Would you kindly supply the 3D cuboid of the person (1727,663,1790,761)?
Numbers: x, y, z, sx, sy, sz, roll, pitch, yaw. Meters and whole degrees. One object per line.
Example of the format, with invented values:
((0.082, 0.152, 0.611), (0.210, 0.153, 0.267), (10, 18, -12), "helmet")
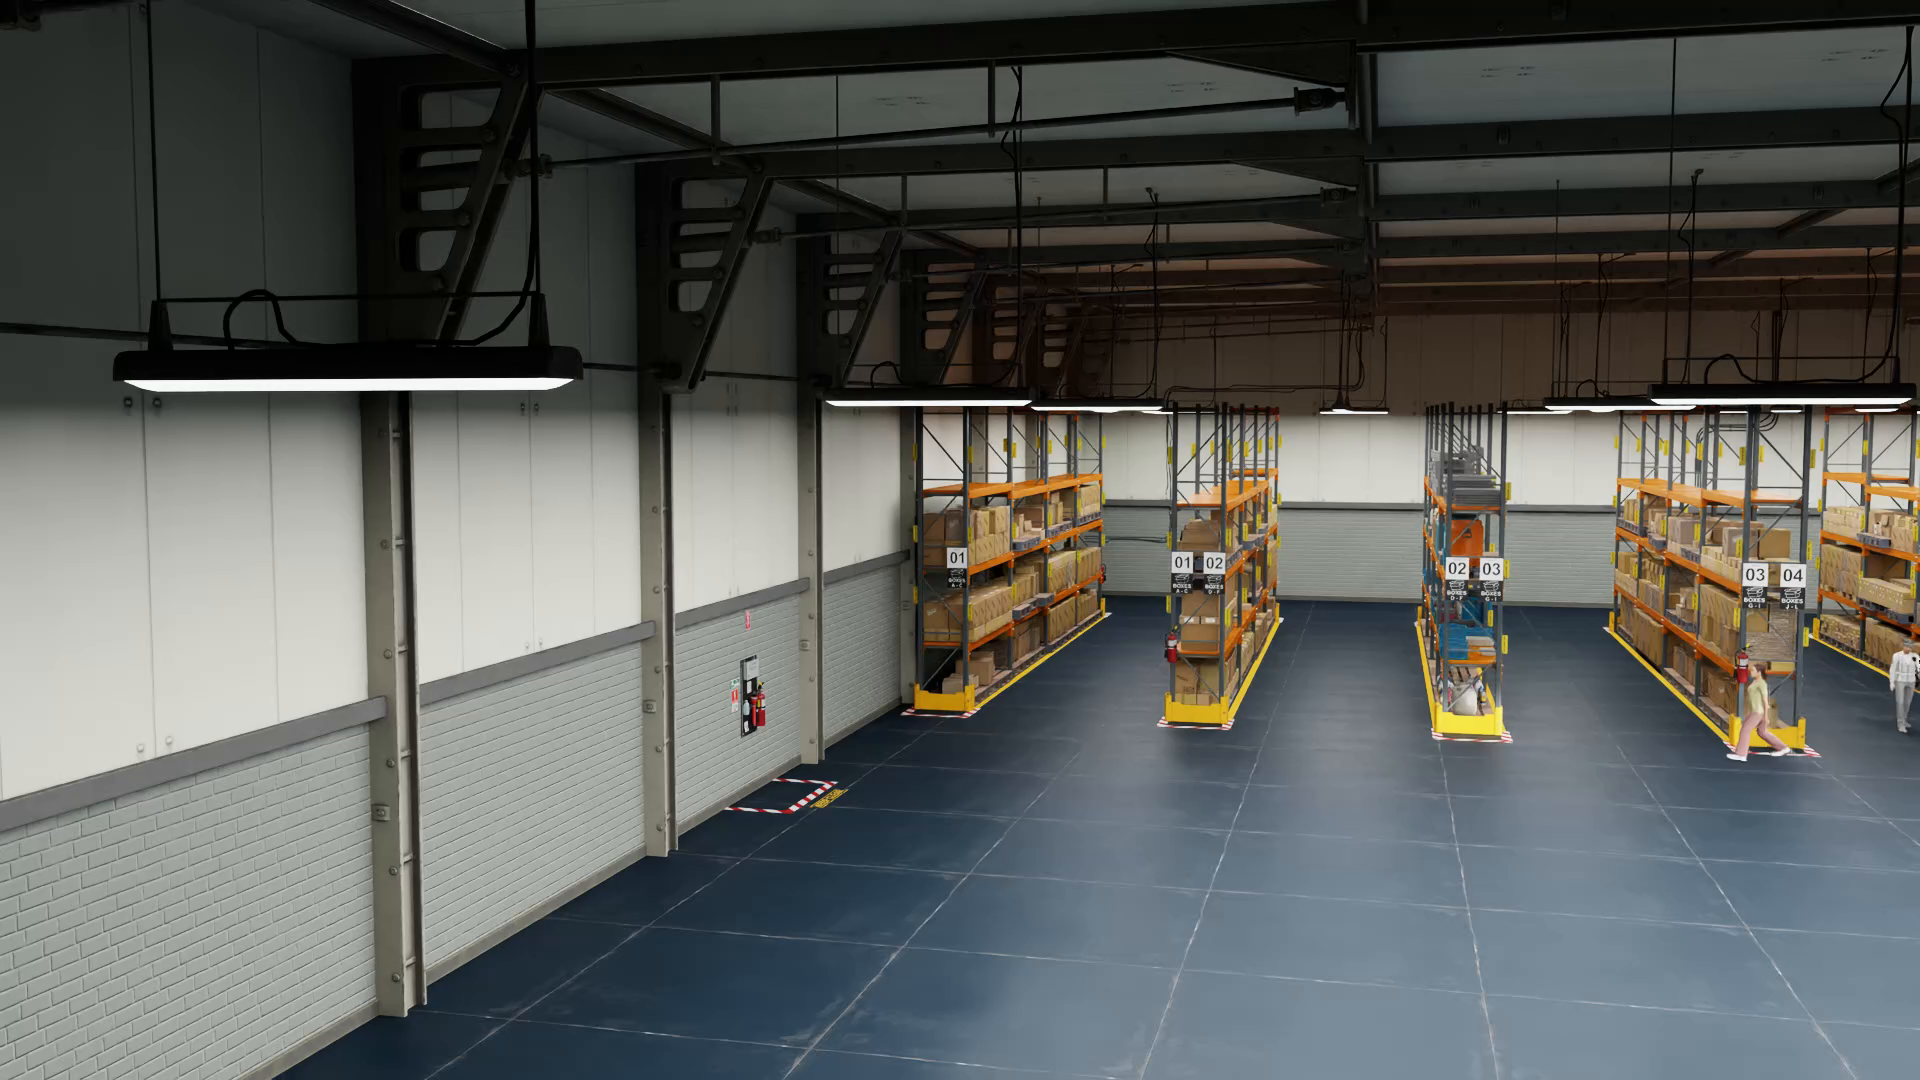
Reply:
((13.285, 2.862, 27.605), (1.002, 1.626, 0.445), (1, 4, 14), "person")

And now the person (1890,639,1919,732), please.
((17.365, 2.651, 30.506), (0.530, 1.692, 0.626), (1, 4, 14), "person")

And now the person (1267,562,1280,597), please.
((9.308, 1.153, 49.963), (0.533, 1.688, 1.114), (-1, 4, -15), "person")
